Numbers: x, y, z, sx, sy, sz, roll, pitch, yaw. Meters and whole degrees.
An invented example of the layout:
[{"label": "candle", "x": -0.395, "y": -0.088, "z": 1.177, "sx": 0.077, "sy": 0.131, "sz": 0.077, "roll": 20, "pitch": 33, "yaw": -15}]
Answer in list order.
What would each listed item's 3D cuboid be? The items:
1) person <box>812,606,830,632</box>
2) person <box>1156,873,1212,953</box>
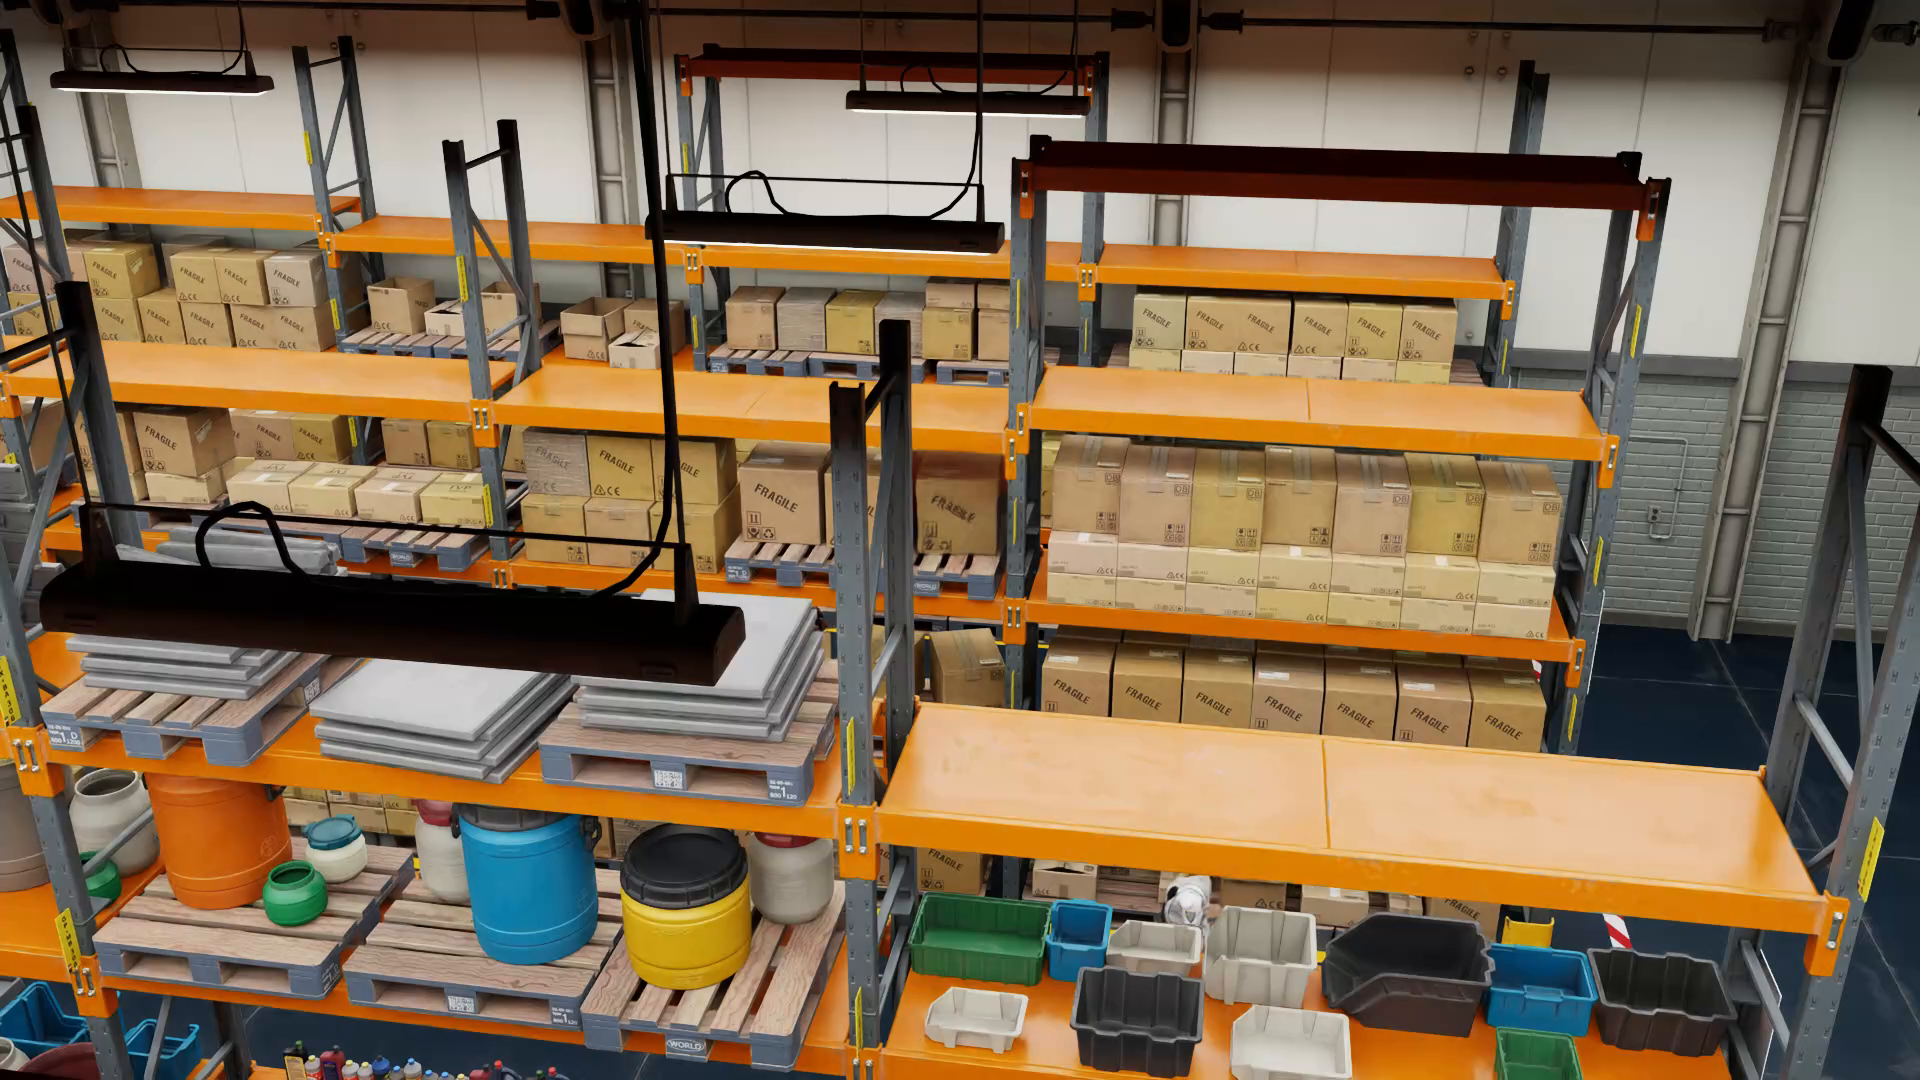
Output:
[{"label": "person", "x": -1.398, "y": 1.313, "z": 15.125, "sx": 0.964, "sy": 1.623, "sz": 0.456, "roll": -1, "pitch": 23, "yaw": -2}, {"label": "person", "x": 1.609, "y": 2.793, "z": 11.657, "sx": 1.045, "sy": 1.618, "sz": 0.485, "roll": 4, "pitch": 23, "yaw": 8}]
